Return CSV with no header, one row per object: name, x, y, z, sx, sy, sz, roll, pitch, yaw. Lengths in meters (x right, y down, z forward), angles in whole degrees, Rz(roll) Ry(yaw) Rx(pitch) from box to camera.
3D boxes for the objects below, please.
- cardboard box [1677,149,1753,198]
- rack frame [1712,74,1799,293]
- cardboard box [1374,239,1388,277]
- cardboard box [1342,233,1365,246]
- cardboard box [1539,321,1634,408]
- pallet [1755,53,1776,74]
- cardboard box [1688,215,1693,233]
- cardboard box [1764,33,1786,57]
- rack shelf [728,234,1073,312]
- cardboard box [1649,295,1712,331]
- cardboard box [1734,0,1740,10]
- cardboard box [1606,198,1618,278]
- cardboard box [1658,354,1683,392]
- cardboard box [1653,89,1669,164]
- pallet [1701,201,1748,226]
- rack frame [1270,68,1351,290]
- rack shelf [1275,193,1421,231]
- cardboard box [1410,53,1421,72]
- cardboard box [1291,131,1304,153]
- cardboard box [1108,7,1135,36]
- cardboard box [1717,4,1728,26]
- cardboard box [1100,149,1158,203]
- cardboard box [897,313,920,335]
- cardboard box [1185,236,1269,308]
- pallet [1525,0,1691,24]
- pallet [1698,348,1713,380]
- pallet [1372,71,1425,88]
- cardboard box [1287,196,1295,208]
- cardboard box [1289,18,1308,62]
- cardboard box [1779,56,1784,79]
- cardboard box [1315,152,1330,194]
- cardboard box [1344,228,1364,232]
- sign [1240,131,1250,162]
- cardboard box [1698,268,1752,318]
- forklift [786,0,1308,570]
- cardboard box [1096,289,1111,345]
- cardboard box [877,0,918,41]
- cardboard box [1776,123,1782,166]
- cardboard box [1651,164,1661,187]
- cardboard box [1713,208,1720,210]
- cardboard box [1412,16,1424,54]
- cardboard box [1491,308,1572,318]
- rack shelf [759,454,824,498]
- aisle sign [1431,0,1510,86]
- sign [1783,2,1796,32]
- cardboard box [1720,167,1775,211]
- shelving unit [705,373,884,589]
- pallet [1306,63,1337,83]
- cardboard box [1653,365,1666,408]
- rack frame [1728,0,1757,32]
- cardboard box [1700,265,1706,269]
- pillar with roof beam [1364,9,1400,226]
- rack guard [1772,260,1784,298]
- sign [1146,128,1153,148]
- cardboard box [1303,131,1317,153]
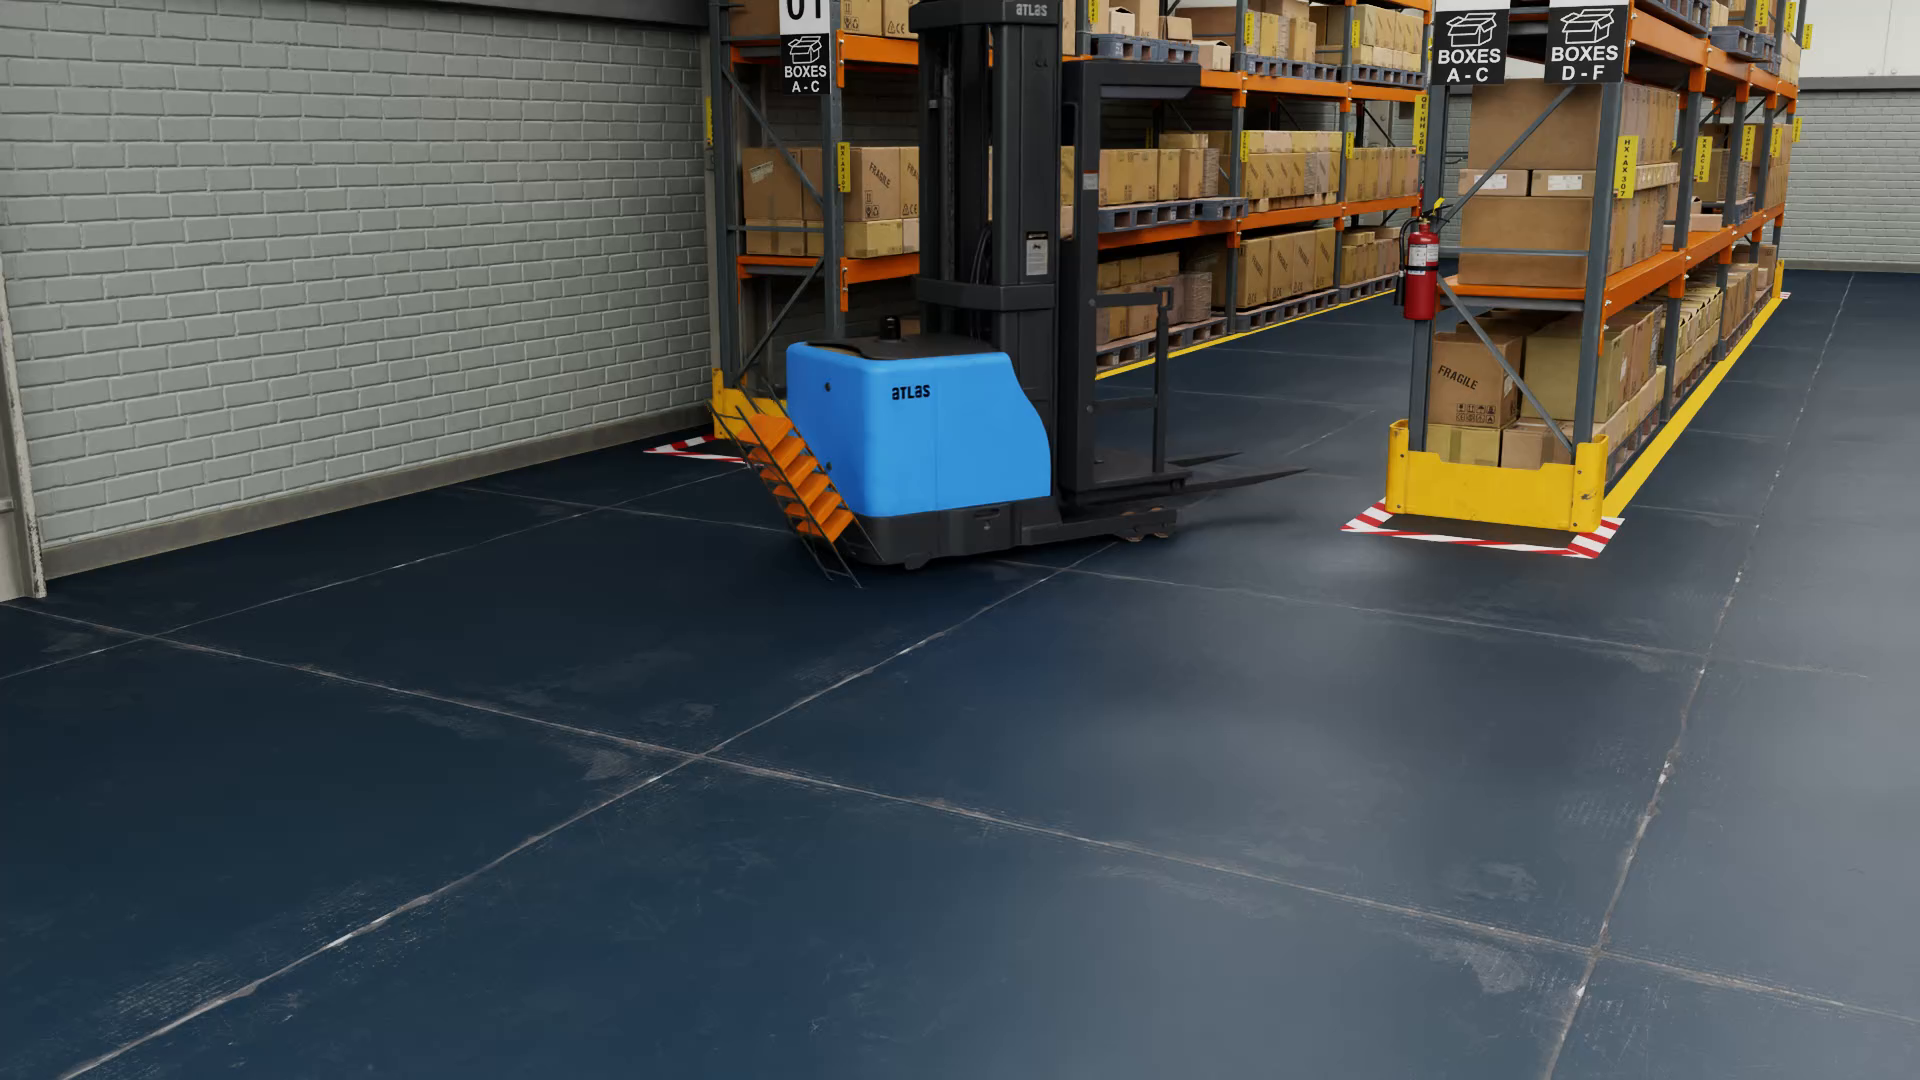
cardboard box,8.076,-3.944,17.884,0.700,0.500,0.500,3,14,14
rack frame,10.810,-4.882,22.882,1.000,3.000,0.127,7,15,28
cardboard box,5.737,-4.070,23.954,0.700,0.500,0.500,7,15,26
cardboard box,5.315,-4.117,22.764,0.380,0.149,0.250,8,16,30
cardboard box,4.000,-1.123,10.661,0.500,0.500,0.500,7,15,28
pallet,8.001,-5.089,17.742,1.213,0.211,1.003,7,15,28
cardboard box,6.376,-2.850,14.992,0.380,0.149,0.250,9,16,32
cardboard box,9.329,-5.761,19.382,0.500,0.250,0.500,7,15,28
rack shelf,-0.296,-2.220,13.377,1.077,0.370,4.000,7,15,28
cardboard box,6.413,-2.034,14.846,0.500,0.311,0.500,7,15,28
cardboard box,7.406,-5.427,16.396,0.500,0.500,0.500,7,15,28
cardboard box,3.562,-1.850,10.094,0.700,0.500,0.500,8,16,29
cardboard box,5.421,-1.342,13.170,0.500,0.250,0.500,7,15,27
cardboard box,4.557,-2.903,11.695,0.700,0.500,0.500,7,15,28
pallet,7.209,-3.294,16.706,1.213,0.211,1.003,7,15,28
rack frame,4.538,-4.621,21.803,1.000,3.000,0.127,7,15,28
rack shelf,5.505,-4.682,23.589,1.077,0.370,4.000,7,15,28
cardboard box,6.350,-6.900,24.064,0.500,0.250,0.500,8,16,30
cardboard box,3.788,-4.751,19.850,0.500,0.250,0.500,7,15,27
cardboard box,1.303,-4.829,15.556,0.500,0.311,0.500,8,16,30
cardboard box,6.535,-4.621,14.824,0.500,0.250,0.500,8,16,30
cardboard box,1.514,-3.596,16.396,0.700,0.500,0.500,10,17,36
cardboard box,-0.176,-1.552,13.465,0.700,0.500,0.500,6,15,25
cardboard box,3.075,-3.096,19.166,0.750,0.750,0.750,7,15,27
pallet,4.029,-3.408,10.556,1.003,0.211,1.213,7,15,28
pallet,6.511,-1.720,15.718,1.003,0.211,1.213,7,15,28
pallet,6.122,-6.704,24.229,1.003,0.211,1.213,7,15,28
cardboard box,3.832,-4.099,20.128,0.380,0.149,0.250,8,16,30
cardboard box,3.804,-6.052,20.186,0.700,0.500,0.500,7,15,27
cardboard box,9.328,-5.518,19.441,0.500,0.250,0.500,7,15,28
cardboard box,4.298,-4.595,20.804,0.500,0.500,0.500,8,15,28
cardboard box,5.619,-4.432,24.071,0.380,0.149,0.250,8,16,29
sign,3.084,-4.266,18.025,0.100,0.325,0.005,7,15,28
cardboard box,8.400,-2.723,18.321,0.500,0.500,0.500,8,16,29
forklift,0.593,-1.510,9.041,3.031,2.935,1.130,-8,16,-30
cardboard box,1.012,-2.132,15.870,0.700,0.500,0.500,8,16,30
cardboard box,-0.591,-3.822,11.832,0.500,0.500,0.500,9,16,32
cardboard box,9.600,-4.766,20.057,0.500,0.500,0.500,7,15,26
cardboard box,4.572,-2.495,11.385,0.380,0.149,0.250,7,15,28
cardboard box,8.893,-4.241,20.012,0.500,0.500,0.500,8,16,29
cardboard box,6.357,-7.264,23.973,0.500,0.500,0.500,7,15,28
cardboard box,4.028,-1.387,11.756,0.500,0.500,0.500,7,15,28
rack shelf,-0.790,-0.313,7.758,0.258,0.103,0.180,13,55,43
aisle sign,2.787,-2.883,9.043,0.394,0.787,0.004,7,15,28
sign,9.364,-5.900,18.762,0.100,0.325,0.005,7,15,28
cardboard box,9.361,-4.183,19.772,0.500,0.500,0.500,8,16,30
shelving unit,-0.759,-0.261,7.803,0.258,1.200,0.189,13,55,43
pallet,4.138,-5.793,20.670,0.805,0.209,1.217,7,15,26
cardboard box,4.976,-1.167,12.446,0.500,0.250,0.500,7,15,28
rack frame,6.943,-6.157,15.371,1.000,3.000,0.127,7,15,28
cardboard box,8.181,-2.877,18.963,0.500,0.500,0.500,8,16,29
pillar with roof beam,10.789,-8.523,25.185,9.100,9.000,0.400,7,15,28
rack guard,10.773,-3.651,23.110,1.175,0.500,0.348,7,15,28
sign,2.117,-4.426,18.521,0.100,0.325,0.005,7,15,28
cardboard box,4.034,-4.856,20.284,0.500,0.250,0.500,8,16,29
